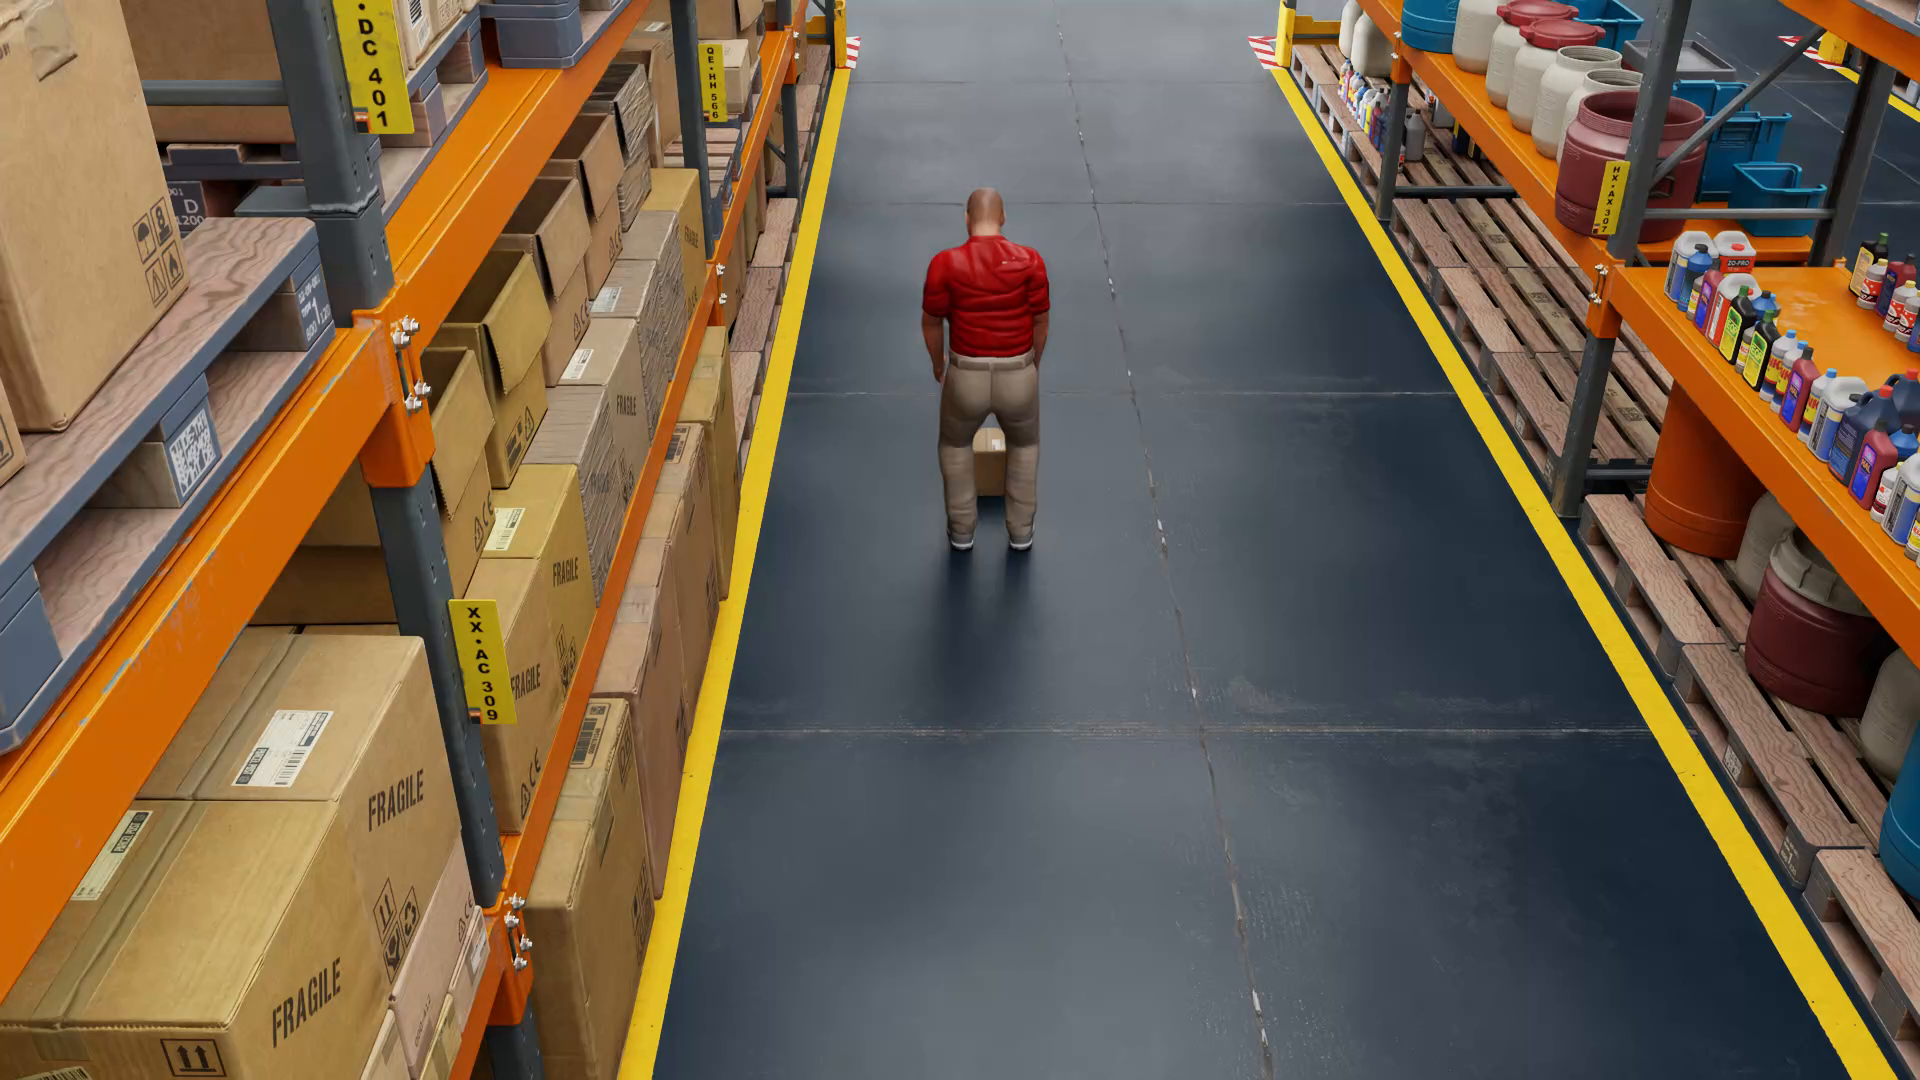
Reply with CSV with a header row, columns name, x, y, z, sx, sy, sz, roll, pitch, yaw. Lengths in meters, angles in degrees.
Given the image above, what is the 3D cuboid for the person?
name,x,y,z,sx,sy,sz,roll,pitch,yaw
person,0.112,-0.723,7.413,0.560,1.663,0.447,1,31,1
